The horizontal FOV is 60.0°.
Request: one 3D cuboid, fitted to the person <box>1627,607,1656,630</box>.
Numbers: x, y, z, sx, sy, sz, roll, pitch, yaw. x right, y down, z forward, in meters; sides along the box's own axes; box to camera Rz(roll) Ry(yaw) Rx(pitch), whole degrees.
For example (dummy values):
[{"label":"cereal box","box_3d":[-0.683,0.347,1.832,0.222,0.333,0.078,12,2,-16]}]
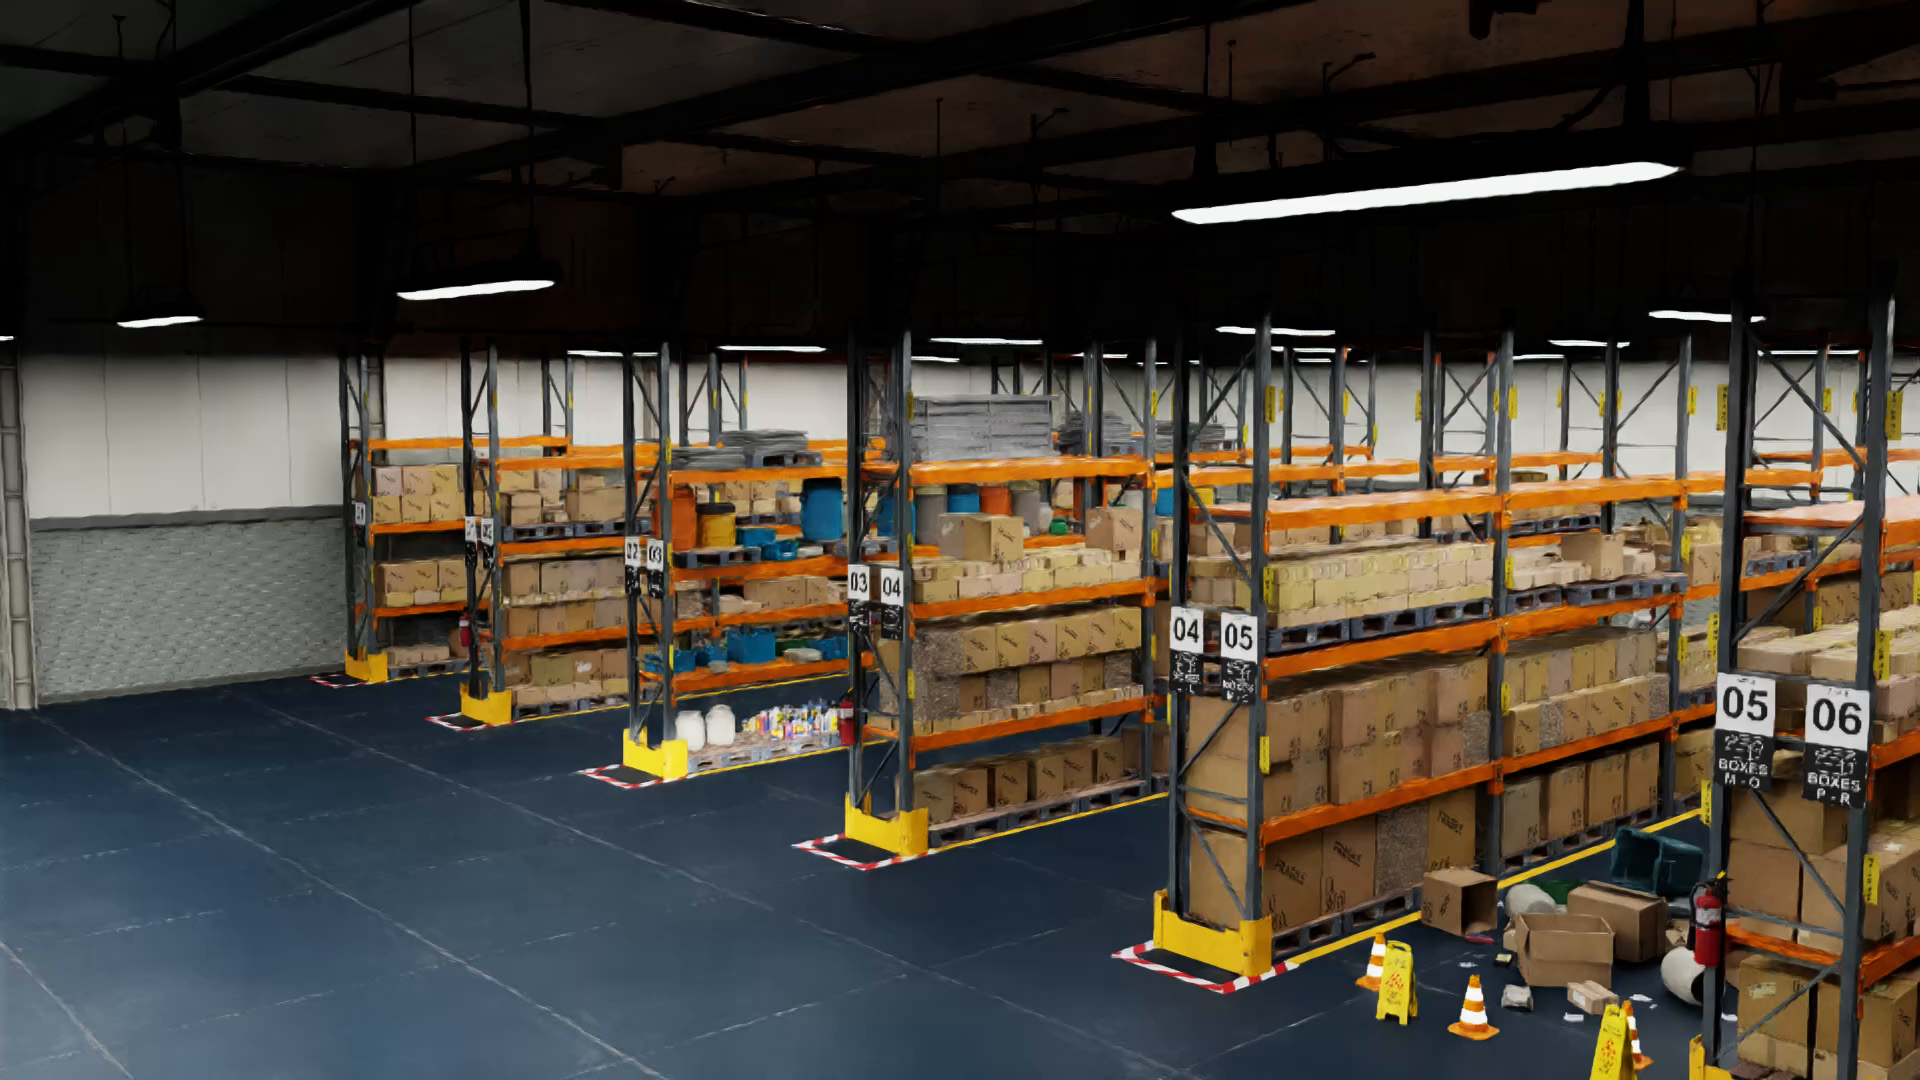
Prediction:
[{"label":"person","box_3d":[13.060,1.478,31.732,0.970,1.712,0.616,-2,5,-21]}]
